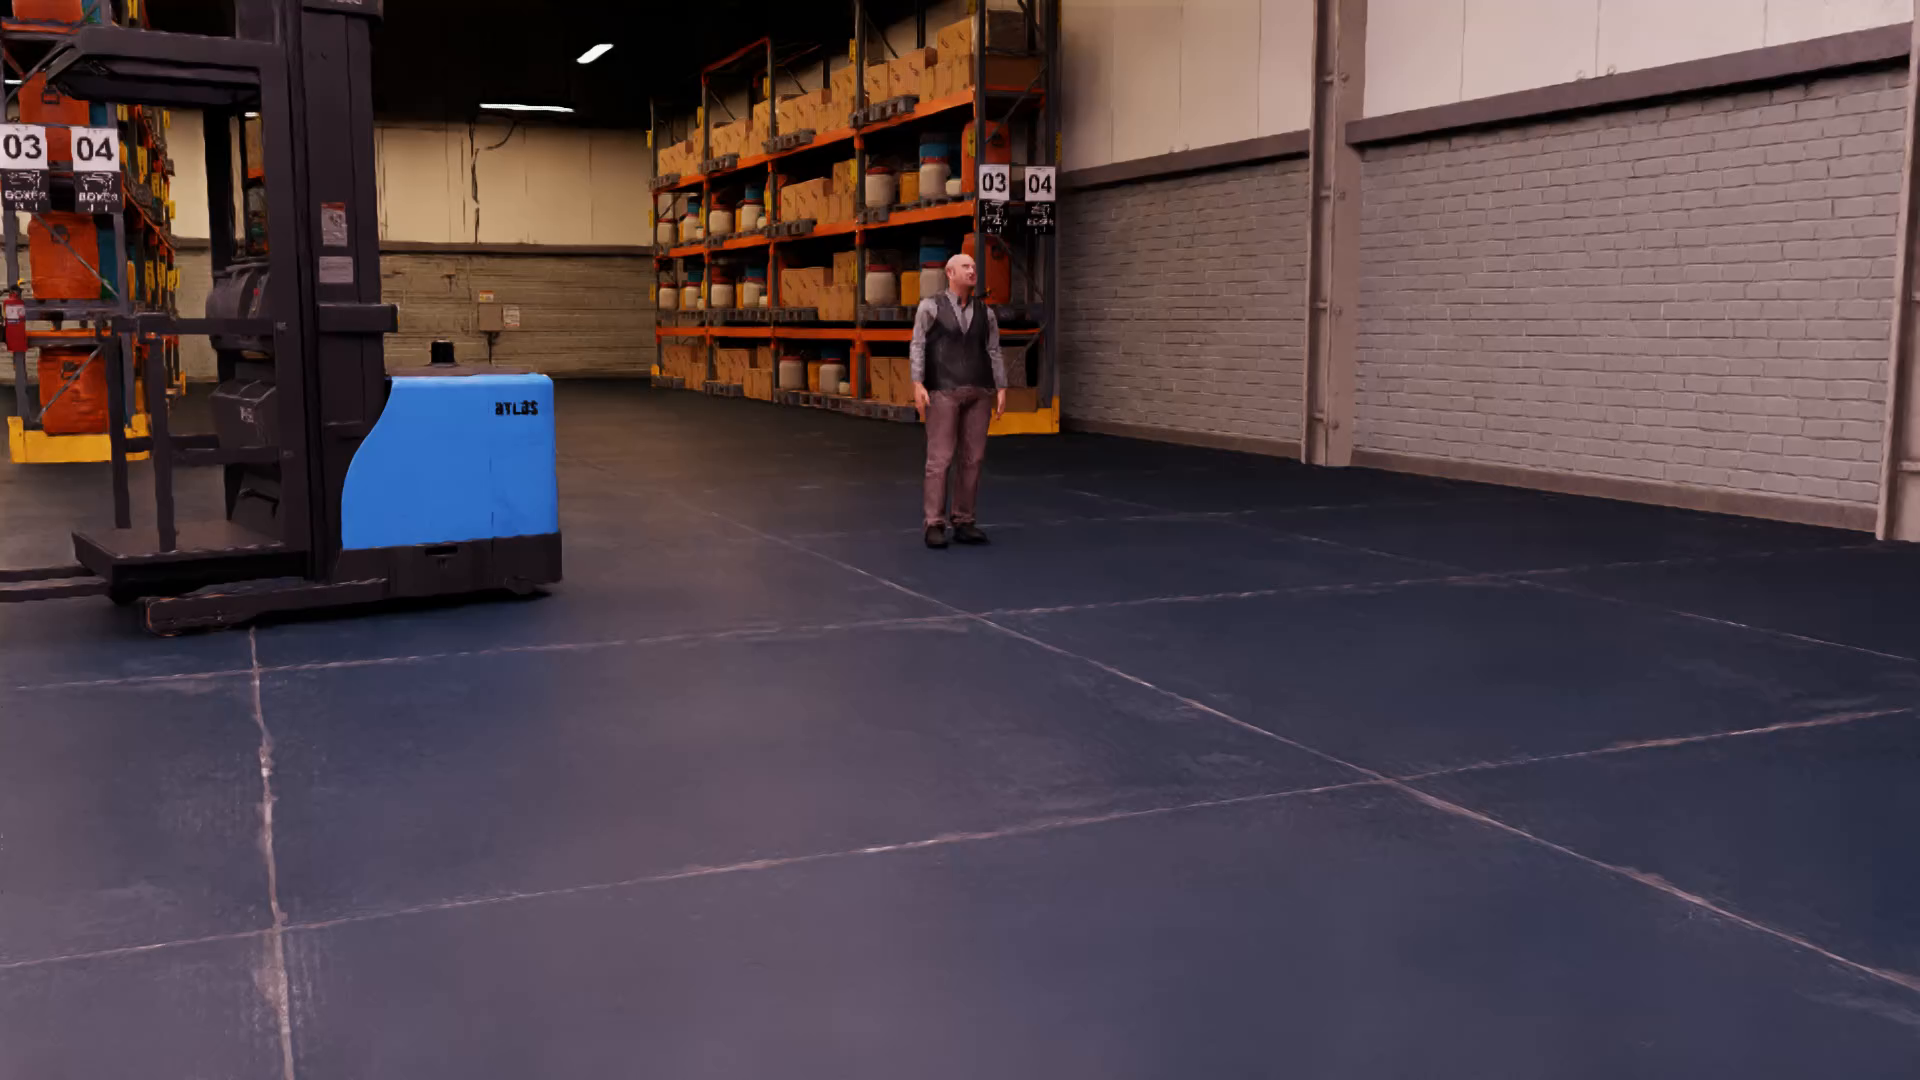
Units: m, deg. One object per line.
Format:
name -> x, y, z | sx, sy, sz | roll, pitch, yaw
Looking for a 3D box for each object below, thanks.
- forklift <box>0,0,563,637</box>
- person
forklift -> -3.430, -1.121, 7.440 | 3.031, 2.935, 1.130 | -5, 9, -36
person -> 0.017, -0.852, 9.980 | 0.632, 1.720, 0.567 | -3, 8, -23
